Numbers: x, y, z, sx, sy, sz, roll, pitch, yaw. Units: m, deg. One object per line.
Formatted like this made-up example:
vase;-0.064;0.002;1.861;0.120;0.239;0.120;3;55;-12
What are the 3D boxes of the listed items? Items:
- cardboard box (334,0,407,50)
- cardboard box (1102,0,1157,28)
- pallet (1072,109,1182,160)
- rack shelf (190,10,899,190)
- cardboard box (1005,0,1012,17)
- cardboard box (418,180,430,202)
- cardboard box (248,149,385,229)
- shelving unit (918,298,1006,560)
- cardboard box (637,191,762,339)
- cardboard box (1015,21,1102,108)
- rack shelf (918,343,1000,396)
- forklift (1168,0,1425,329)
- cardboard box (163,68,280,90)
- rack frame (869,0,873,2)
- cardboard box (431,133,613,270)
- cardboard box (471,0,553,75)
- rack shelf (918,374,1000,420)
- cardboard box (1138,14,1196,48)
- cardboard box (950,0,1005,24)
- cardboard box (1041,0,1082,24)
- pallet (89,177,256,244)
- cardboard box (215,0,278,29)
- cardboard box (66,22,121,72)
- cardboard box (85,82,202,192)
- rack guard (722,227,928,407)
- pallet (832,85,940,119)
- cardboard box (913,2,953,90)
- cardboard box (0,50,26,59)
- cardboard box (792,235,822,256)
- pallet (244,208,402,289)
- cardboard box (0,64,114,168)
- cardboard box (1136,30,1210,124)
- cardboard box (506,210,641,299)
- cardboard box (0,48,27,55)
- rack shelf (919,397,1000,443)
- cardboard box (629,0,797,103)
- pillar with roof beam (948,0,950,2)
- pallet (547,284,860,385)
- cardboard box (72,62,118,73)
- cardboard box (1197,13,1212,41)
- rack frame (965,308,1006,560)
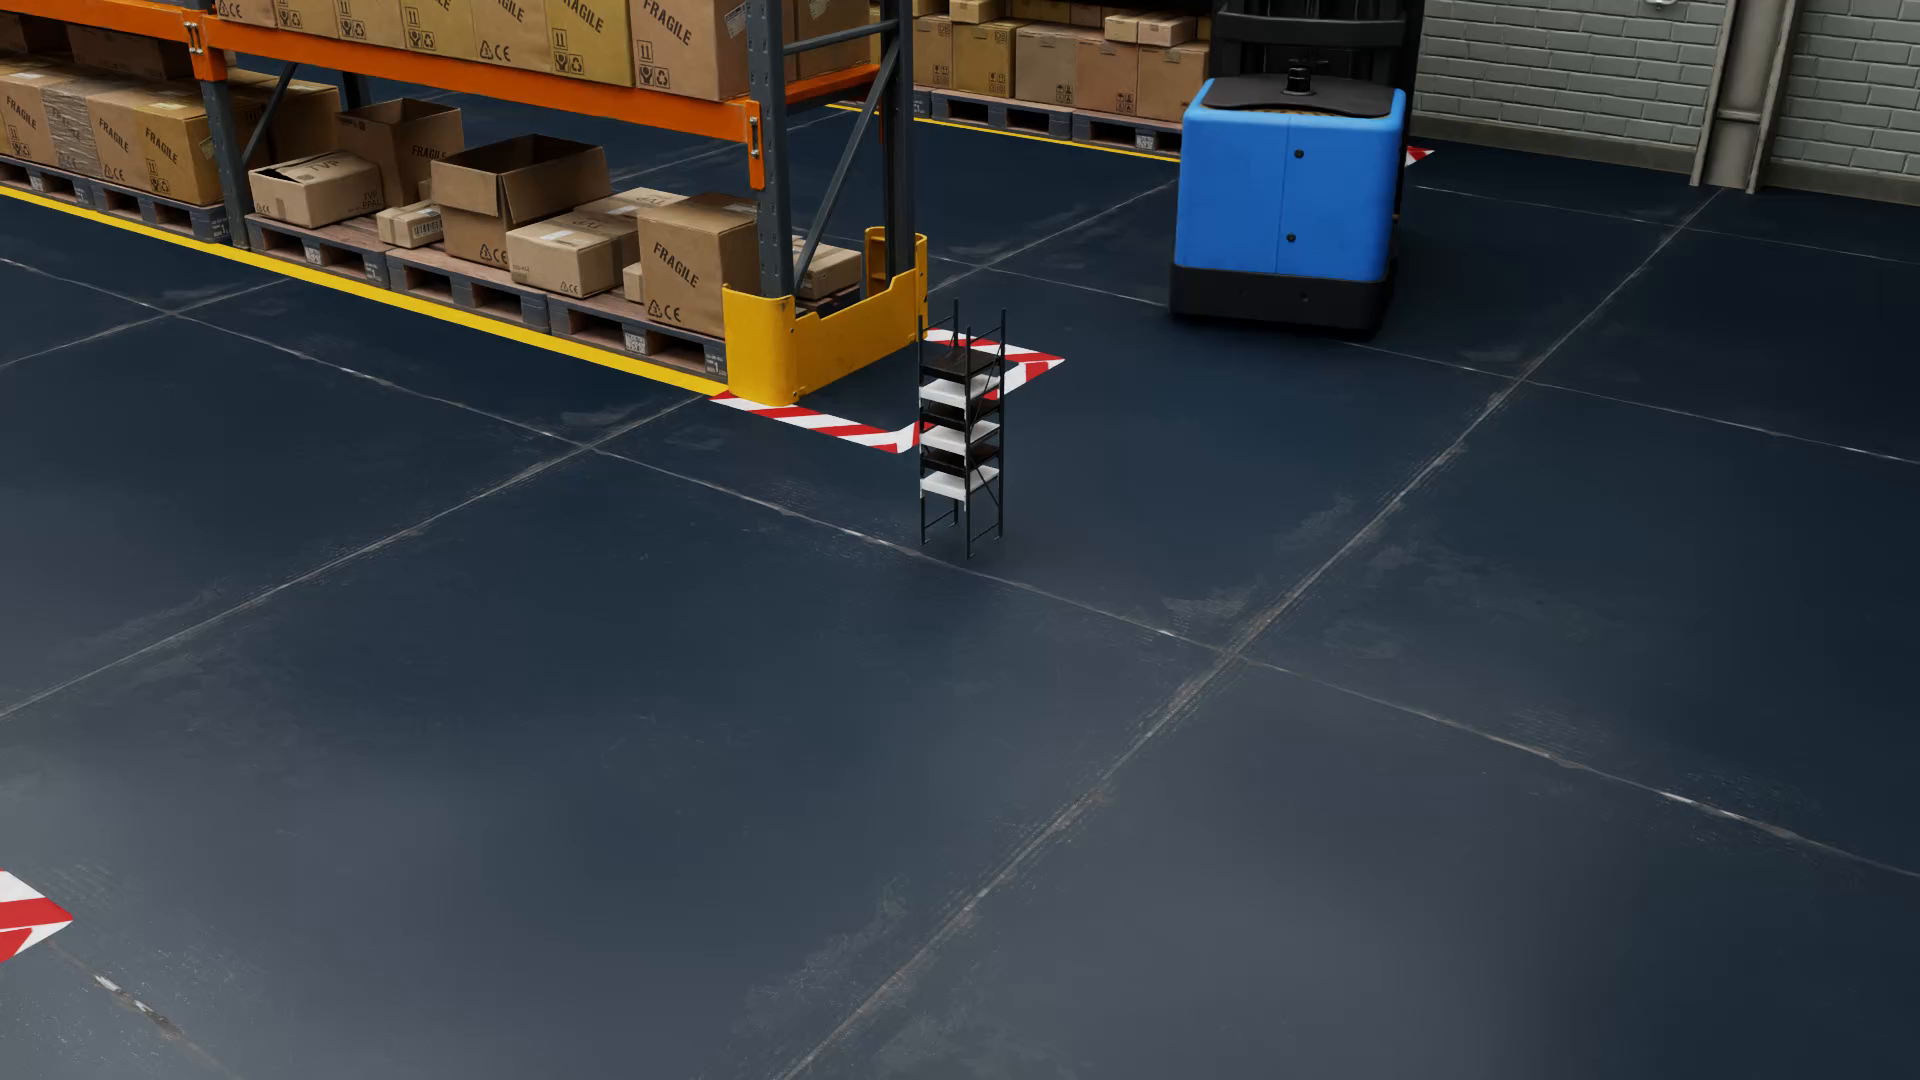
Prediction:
cardboard box;-2.740;-2.740;8.217;0.500;0.500;0.500;17;32;30
cardboard box;1.217;-3.755;11.900;0.250;0.149;0.380;18;32;31
pallet;1.555;-2.947;11.808;1.213;0.211;1.003;17;32;30
rack shelf;-2.192;-2.354;8.361;4.000;0.370;1.077;17;32;30
cardboard box;0.373;-4.017;12.414;0.250;0.149;0.380;18;32;31
cardboard box;-2.867;-1.999;9.530;0.250;0.149;0.380;17;32;30
cardboard box;-3.617;-1.997;9.346;0.500;0.311;0.500;17;32;30
shelving unit;0.007;-0.399;6.042;0.210;0.900;0.258;17;32;30
cardboard box;-1.131;-1.290;7.749;0.500;0.500;0.500;17;32;30
cardboard box;0.797;-3.487;12.087;0.500;0.500;0.700;16;31;29
rack shelf;0.007;-0.610;5.934;0.200;0.077;0.258;17;32;30
forklift;1.936;-2.983;8.880;1.130;2.935;3.031;7;28;14
cardboard box;-4.547;-2.618;10.358;0.500;0.500;0.500;18;32;31
rack frame;-1.039;-5.041;12.848;0.127;3.000;1.000;17;32;30
cardboard box;-2.289;-1.791;8.729;0.637;0.503;0.797;17;32;30
cardboard box;-1.904;-2.481;7.707;0.500;0.500;0.500;18;32;31
rack shelf;0.007;-0.530;5.975;0.200;0.077;0.258;17;32;30
cardboard box;1.416;-3.483;11.365;0.250;0.149;0.380;17;31;30
cardboard box;0.129;-3.883;12.150;0.250;0.149;0.380;16;31;29
cardboard box;0.795;-3.886;12.156;0.250;0.149;0.380;18;32;31
pallet;-4.532;-2.140;10.222;1.213;0.211;1.003;17;32;30
cardboard box;-3.575;-3.000;8.727;0.500;0.500;0.500;18;32;32
cardboard box;-5.339;-3.205;10.685;0.500;0.250;0.500;17;31;29
cardboard box;-4.812;-2.420;9.968;0.500;0.500;0.500;17;32;30
rack guard;-0.606;-1.066;7.794;0.348;0.500;1.175;17;32;30
pallet;-0.456;-3.574;13.039;1.213;0.211;1.003;17;32;30
cardboard box;-0.068;-3.753;12.611;0.500;0.500;0.700;17;32;30
cardboard box;-6.490;-2.941;10.993;0.500;0.500;0.500;16;31;29
cardboard box;-0.900;-1.394;8.321;0.250;0.166;0.380;17;32;30
pallet;-3.275;-1.768;9.492;1.213;0.211;1.003;17;32;30
cardboard box;-5.646;-2.678;10.477;0.500;0.500;0.500;16;31;29
cardboard box;1.625;-3.229;11.581;0.500;0.500;0.700;17;32;30
cardboard box;-1.897;-1.434;8.307;0.500;0.250;0.500;17;32;30
cardboard box;-6.234;-3.145;11.393;0.500;0.500;0.500;19;32;32
rack shelf;0.007;-0.449;6.016;0.200;0.077;0.258;17;32;30
cardboard box;-1.067;-2.219;7.192;0.500;0.500;0.500;18;32;32
pillar with roof beam;-2.410;-6.249;8.607;0.400;9.000;9.100;17;32;30
pallet;-1.264;-1.142;8.261;1.213;0.211;1.003;17;32;30
cardboard box;-5.371;-2.879;10.872;0.500;0.500;0.500;16;31;28
cardboard box;1.841;-3.561;11.518;0.250;0.149;0.380;18;32;31
rack frame;0.090;-0.373;5.990;0.006;0.900;0.240;17;32;30
